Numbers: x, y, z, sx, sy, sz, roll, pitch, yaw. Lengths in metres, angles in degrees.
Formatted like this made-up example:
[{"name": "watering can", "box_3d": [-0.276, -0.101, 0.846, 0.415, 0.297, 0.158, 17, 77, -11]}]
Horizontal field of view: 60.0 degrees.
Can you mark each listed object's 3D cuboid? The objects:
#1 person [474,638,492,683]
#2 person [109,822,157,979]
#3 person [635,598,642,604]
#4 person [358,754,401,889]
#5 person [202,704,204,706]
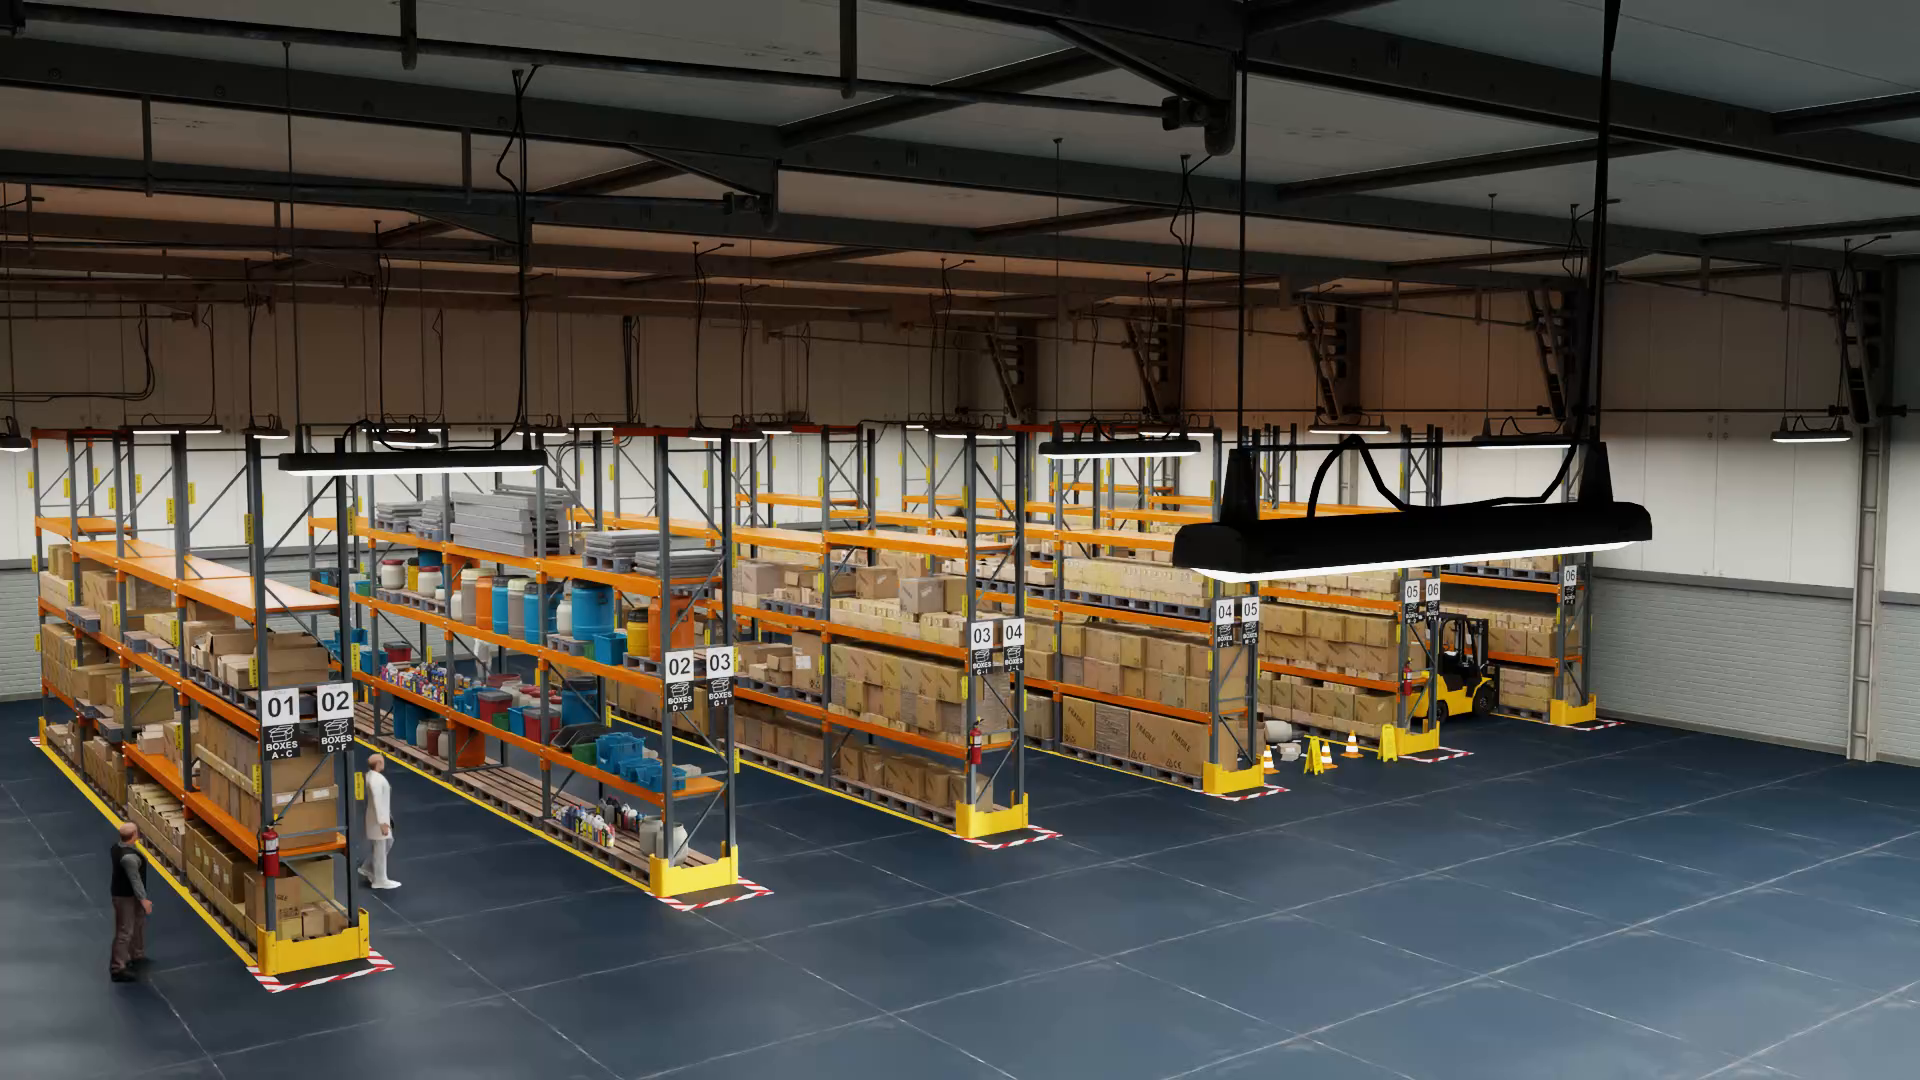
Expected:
[{"name": "person", "box_3d": [-10.478, 2.667, 36.458, 0.453, 1.593, 0.479, -4, 6, -41]}, {"name": "person", "box_3d": [-9.311, 4.023, 18.666, 0.502, 1.763, 0.652, -2, 5, -28]}, {"name": "person", "box_3d": [-7.969, 2.270, 41.266, 0.470, 1.671, 0.340, -4, 6, -42]}, {"name": "person", "box_3d": [-7.723, 3.718, 22.026, 0.571, 1.789, 0.654, -1, 5, -13]}, {"name": "person", "box_3d": [-15.210, 2.890, 33.592, 0.520, 1.731, 0.482, 2, 5, 26]}]
